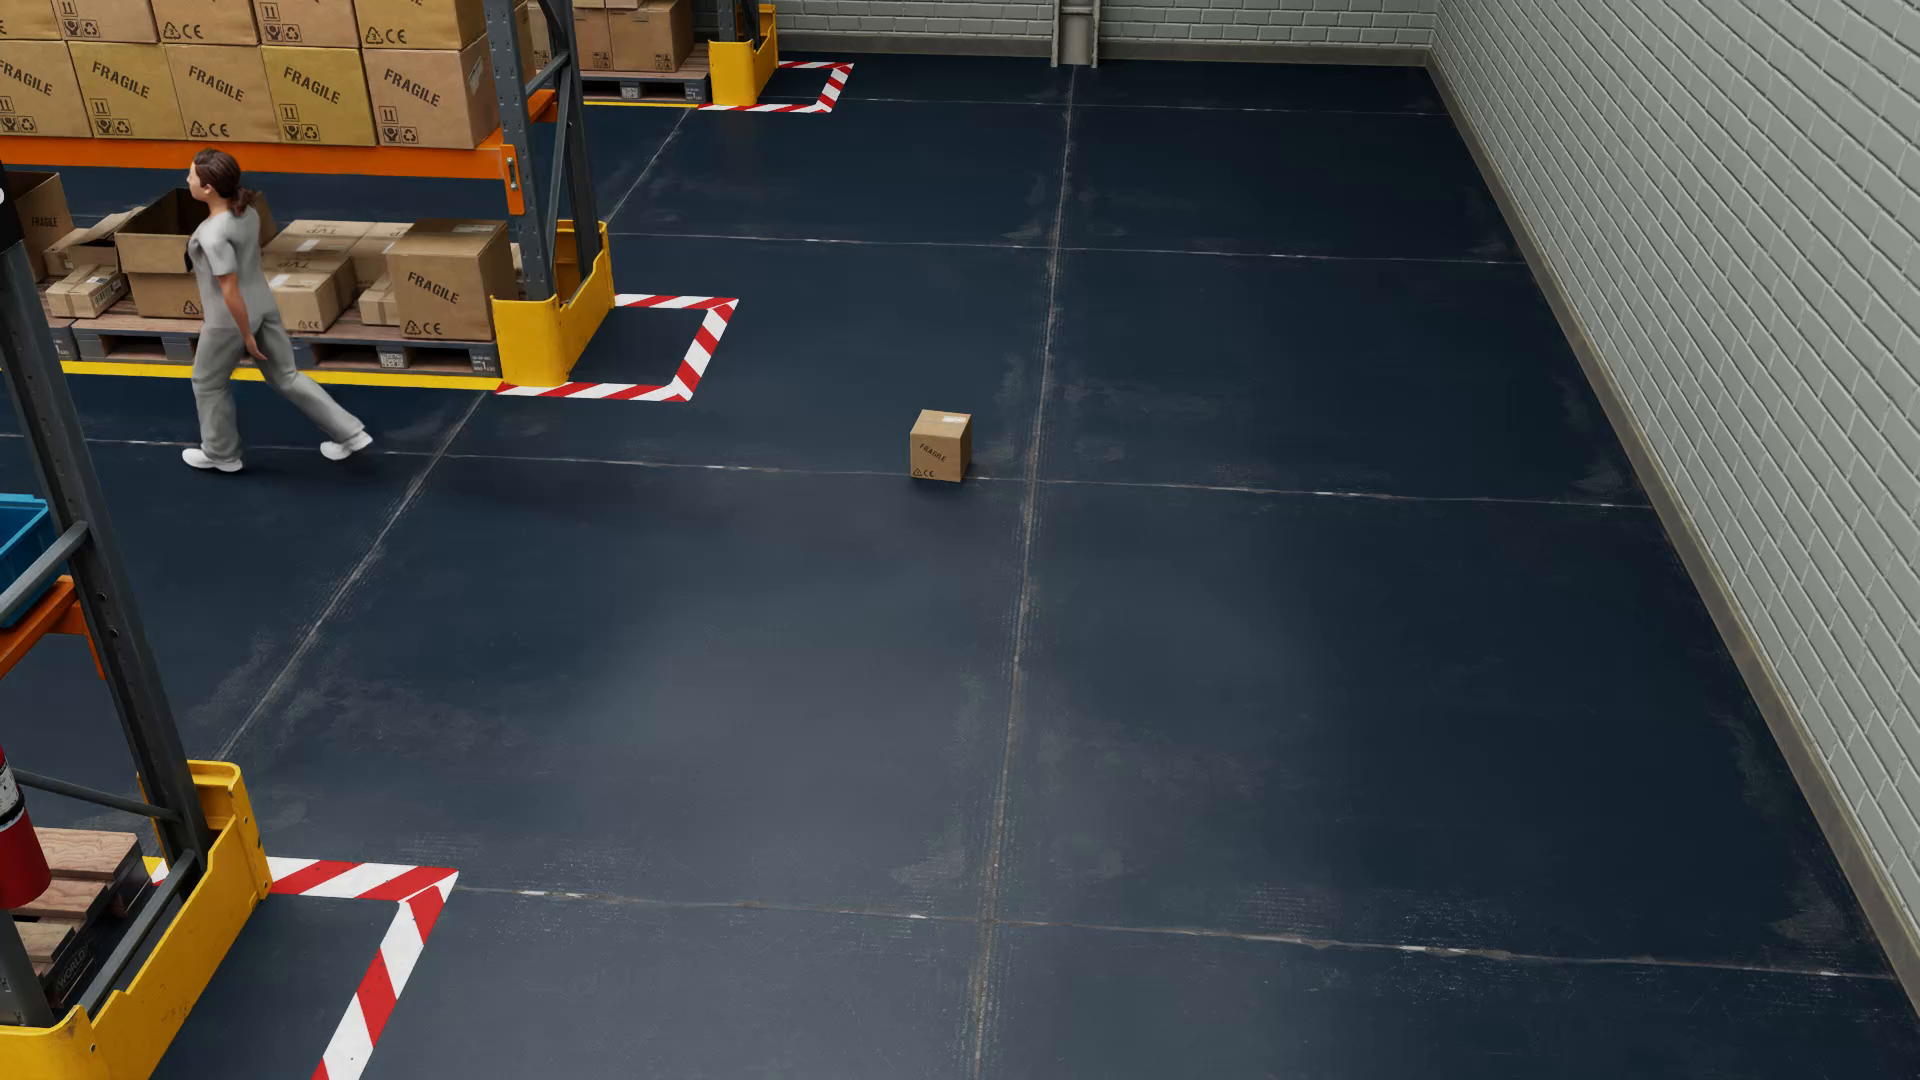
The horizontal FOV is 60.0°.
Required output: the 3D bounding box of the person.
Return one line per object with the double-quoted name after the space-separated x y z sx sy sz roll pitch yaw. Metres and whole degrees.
-3.360 -1.042 7.822 0.981 1.606 0.434 6 33 10 "person"
